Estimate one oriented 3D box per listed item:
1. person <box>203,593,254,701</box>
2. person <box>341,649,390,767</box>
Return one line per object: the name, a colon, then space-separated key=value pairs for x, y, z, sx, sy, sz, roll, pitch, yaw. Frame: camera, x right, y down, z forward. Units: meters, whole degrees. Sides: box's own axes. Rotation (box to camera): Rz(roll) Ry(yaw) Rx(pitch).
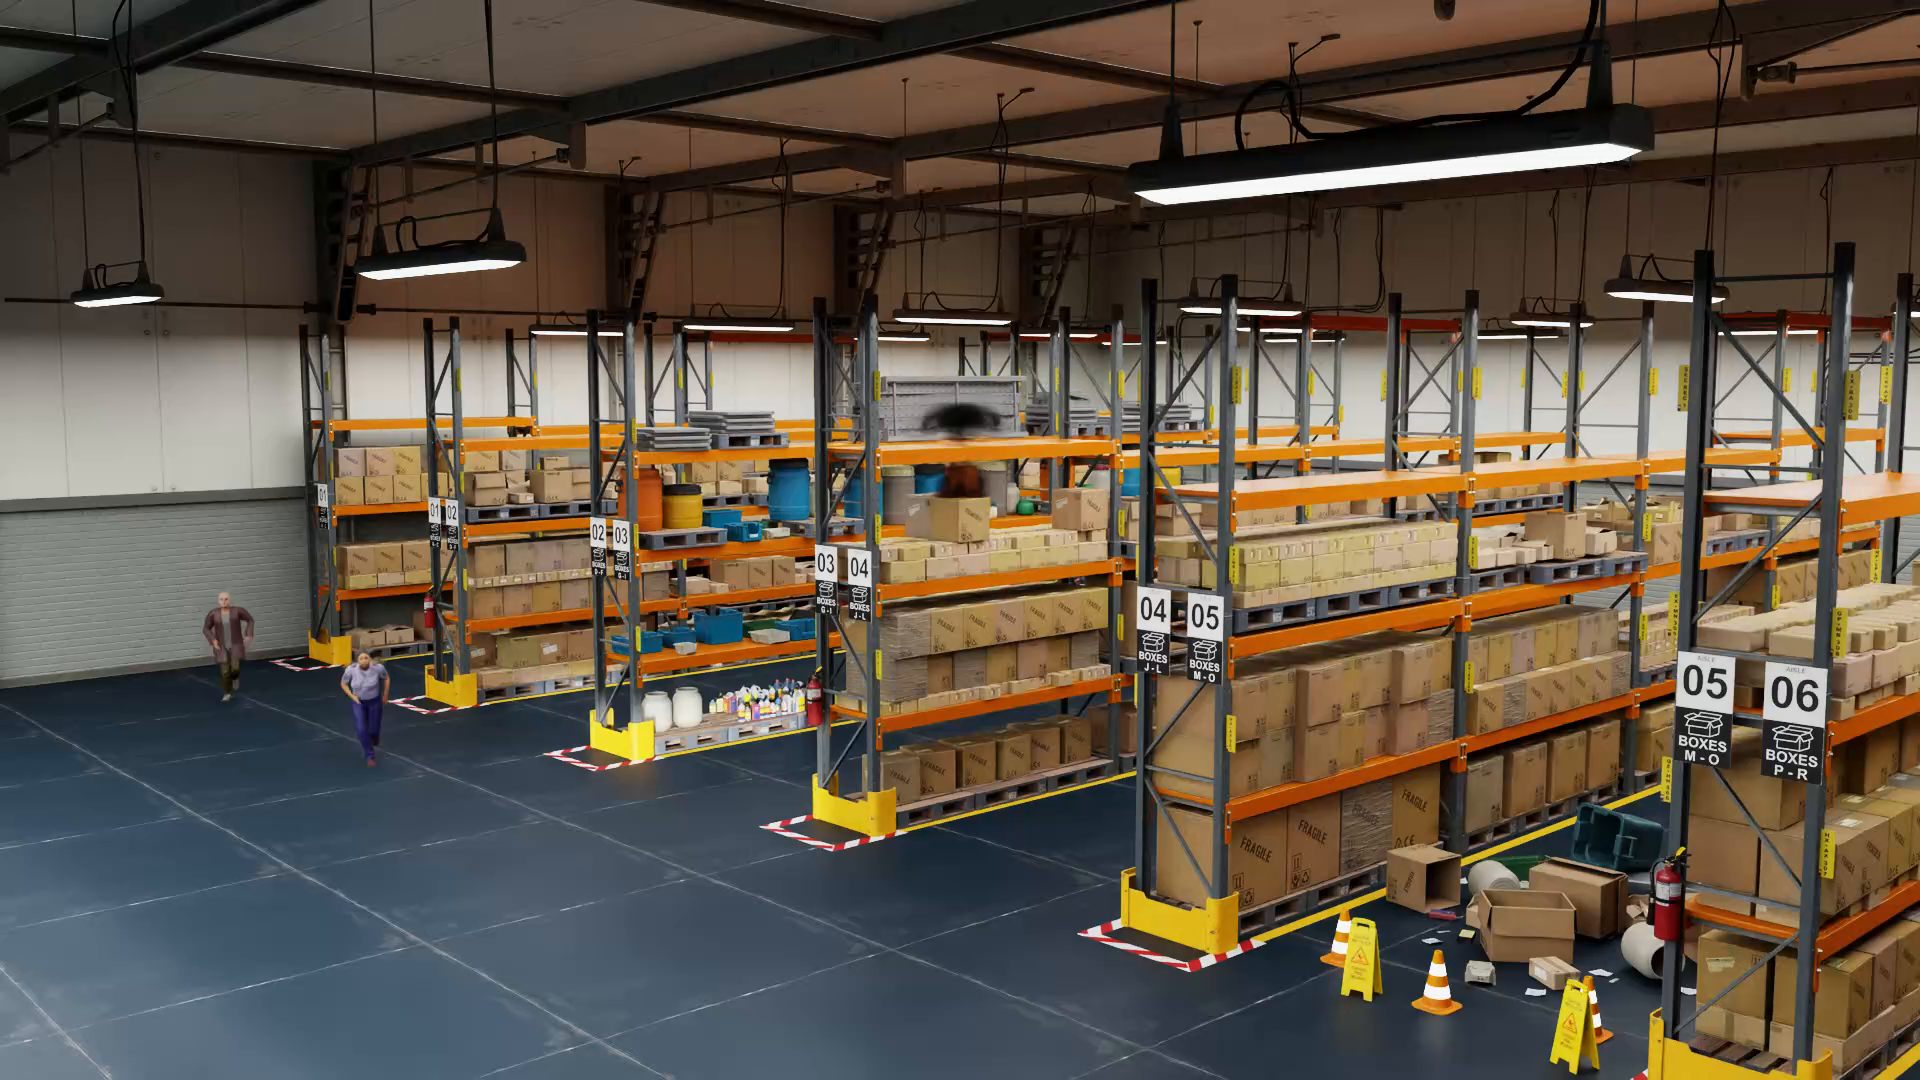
person: x=-11.484 y=1.674 z=26.120 sx=0.733 sy=1.728 sz=0.690 roll=-2 pitch=6 yaw=-18
person: x=-7.837 y=2.191 z=21.971 sx=0.597 sy=1.593 sz=0.741 roll=-1 pitch=6 yaw=-13
